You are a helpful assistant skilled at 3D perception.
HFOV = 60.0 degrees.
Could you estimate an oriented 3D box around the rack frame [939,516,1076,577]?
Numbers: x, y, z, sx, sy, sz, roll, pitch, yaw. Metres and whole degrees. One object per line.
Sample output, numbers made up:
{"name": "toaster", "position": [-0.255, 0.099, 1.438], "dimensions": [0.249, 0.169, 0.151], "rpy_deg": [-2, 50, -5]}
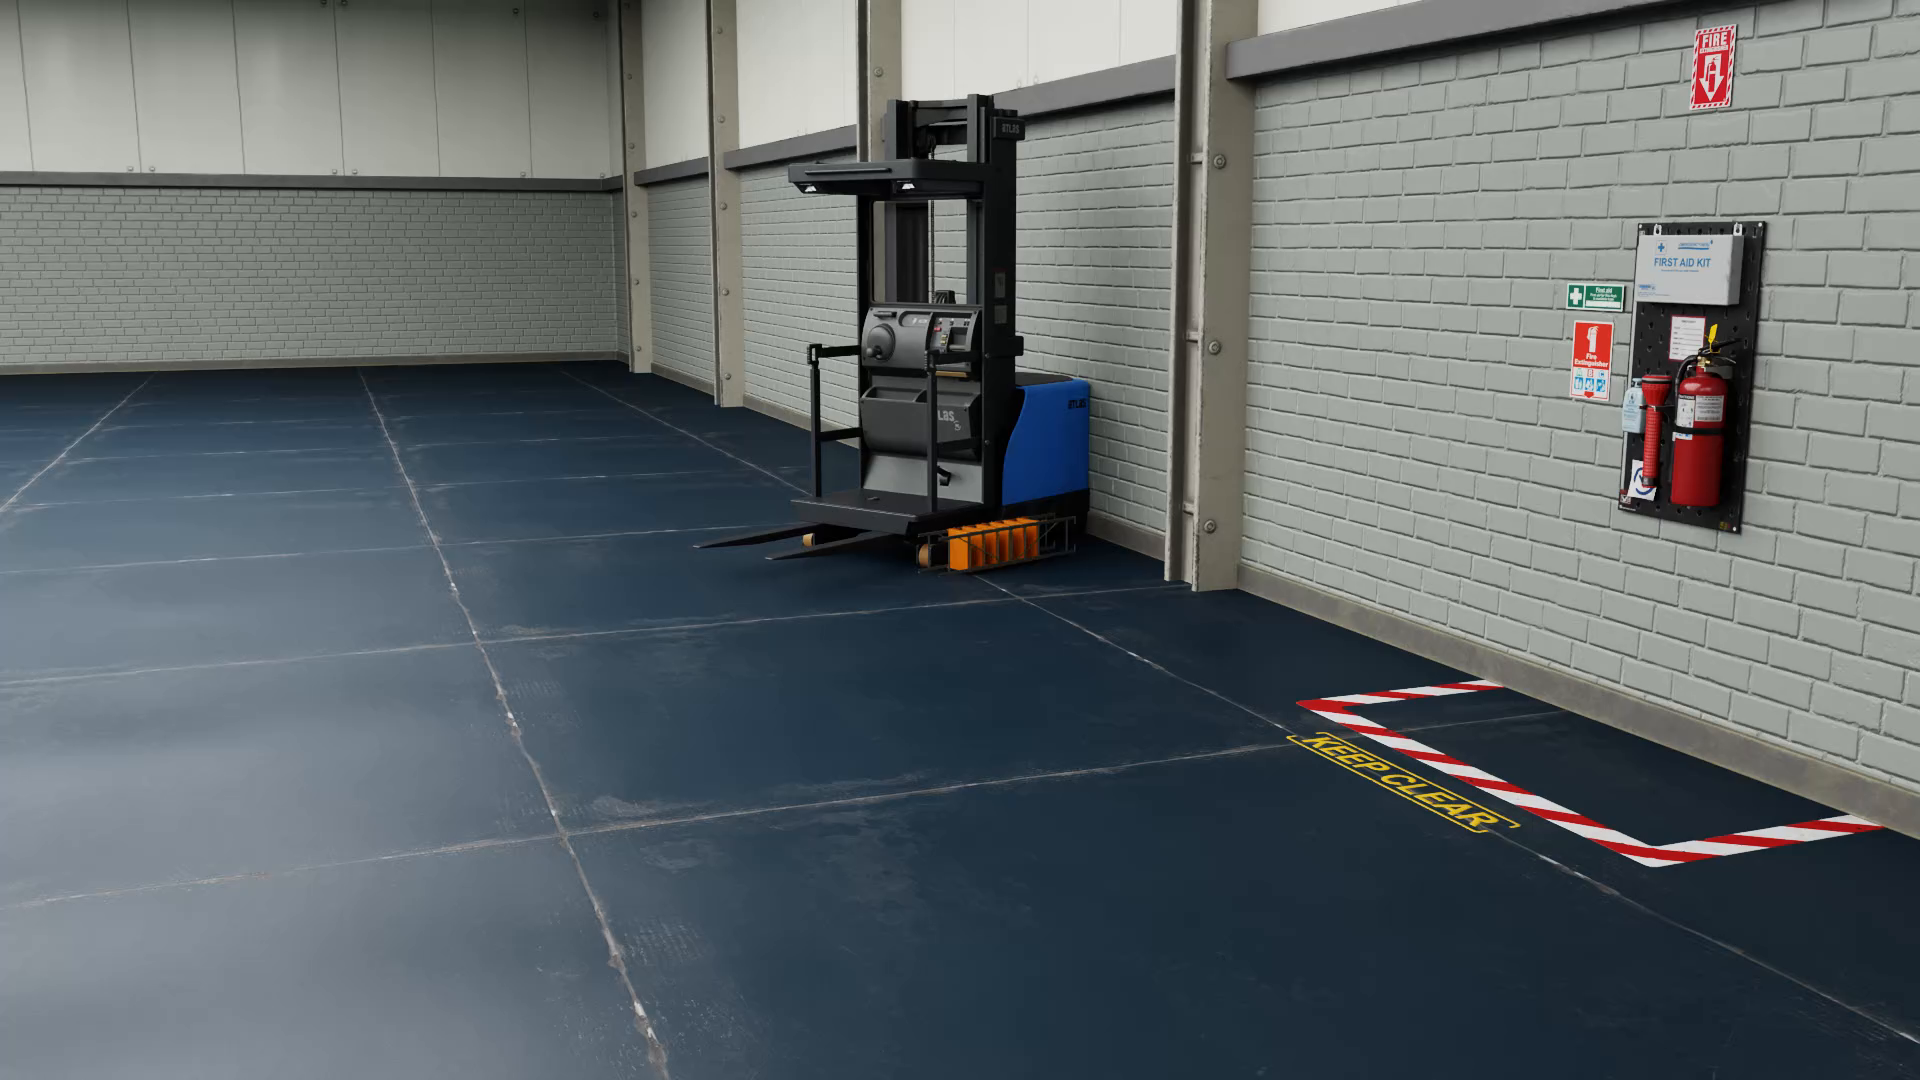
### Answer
{"name": "rack frame", "position": [0.312, 0.034, 10.391], "dimensions": [1.200, 0.240, 0.006], "rpy_deg": [-9, 14, -42]}

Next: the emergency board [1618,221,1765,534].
{"name": "emergency board", "position": [2.766, -0.643, 6.470], "dimensions": [0.194, 1.169, 0.643], "rpy_deg": [-4, 11, -21]}

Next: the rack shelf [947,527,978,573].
{"name": "rack shelf", "position": [0.019, 0.060, 10.245], "dimensions": [0.103, 0.258, 0.180], "rpy_deg": [-9, 14, -42]}

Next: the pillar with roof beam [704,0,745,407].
{"name": "pillar with roof beam", "position": [-6.909, -5.856, 18.645], "dimensions": [9.100, 9.000, 0.400], "rpy_deg": [-4, 11, -21]}

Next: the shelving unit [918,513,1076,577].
{"name": "shelving unit", "position": [0.249, 0.022, 10.457], "dimensions": [1.200, 0.258, 0.189], "rpy_deg": [-9, 14, -42]}

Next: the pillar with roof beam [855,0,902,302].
{"name": "pillar with roof beam", "position": [-4.735, -4.876, 13.139], "dimensions": [9.100, 9.000, 0.400], "rpy_deg": [-4, 11, -21]}

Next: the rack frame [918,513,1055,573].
{"name": "rack frame", "position": [0.187, 0.010, 10.523], "dimensions": [1.200, 0.240, 0.006], "rpy_deg": [-9, 14, -42]}

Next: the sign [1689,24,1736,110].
{"name": "sign", "position": [2.856, -1.792, 6.310], "dimensions": [0.001, 0.298, 0.199], "rpy_deg": [-4, 11, -21]}

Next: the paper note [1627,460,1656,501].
{"name": "paper note", "position": [2.766, -0.243, 6.735], "dimensions": [0.016, 0.148, 0.142], "rpy_deg": [-4, 11, -21]}

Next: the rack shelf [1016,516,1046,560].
{"name": "rack shelf", "position": [0.457, -0.012, 10.649], "dimensions": [0.103, 0.258, 0.180], "rpy_deg": [-9, 14, -42]}

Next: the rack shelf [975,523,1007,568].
{"name": "rack shelf", "position": [0.194, 0.031, 10.406], "dimensions": [0.103, 0.258, 0.180], "rpy_deg": [-9, 14, -42]}

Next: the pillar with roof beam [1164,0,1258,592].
{"name": "pillar with roof beam", "position": [-2.561, -3.897, 7.634], "dimensions": [9.100, 9.000, 0.400], "rpy_deg": [-4, 11, -21]}

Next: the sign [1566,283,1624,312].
{"name": "sign", "position": [2.655, -1.017, 6.958], "dimensions": [0.001, 0.109, 0.331], "rpy_deg": [-4, 11, -21]}

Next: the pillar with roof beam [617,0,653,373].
{"name": "pillar with roof beam", "position": [-9.084, -6.835, 24.151], "dimensions": [9.100, 9.000, 0.400], "rpy_deg": [-4, 11, -21]}

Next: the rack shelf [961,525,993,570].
{"name": "rack shelf", "position": [0.106, 0.045, 10.325], "dimensions": [0.103, 0.258, 0.180], "rpy_deg": [-9, 14, -42]}

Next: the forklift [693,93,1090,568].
{"name": "forklift", "position": [-0.394, -1.357, 10.679], "dimensions": [1.130, 2.935, 3.031], "rpy_deg": [8, 13, 38]}

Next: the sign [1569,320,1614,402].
{"name": "sign", "position": [2.662, -0.757, 7.011], "dimensions": [0.001, 0.329, 0.234], "rpy_deg": [-4, 11, -21]}

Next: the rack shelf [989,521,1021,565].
{"name": "rack shelf", "position": [0.282, 0.017, 10.487], "dimensions": [0.103, 0.258, 0.180], "rpy_deg": [-9, 14, -42]}

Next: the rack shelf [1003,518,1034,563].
{"name": "rack shelf", "position": [0.369, 0.002, 10.568], "dimensions": [0.103, 0.258, 0.180], "rpy_deg": [-9, 14, -42]}
